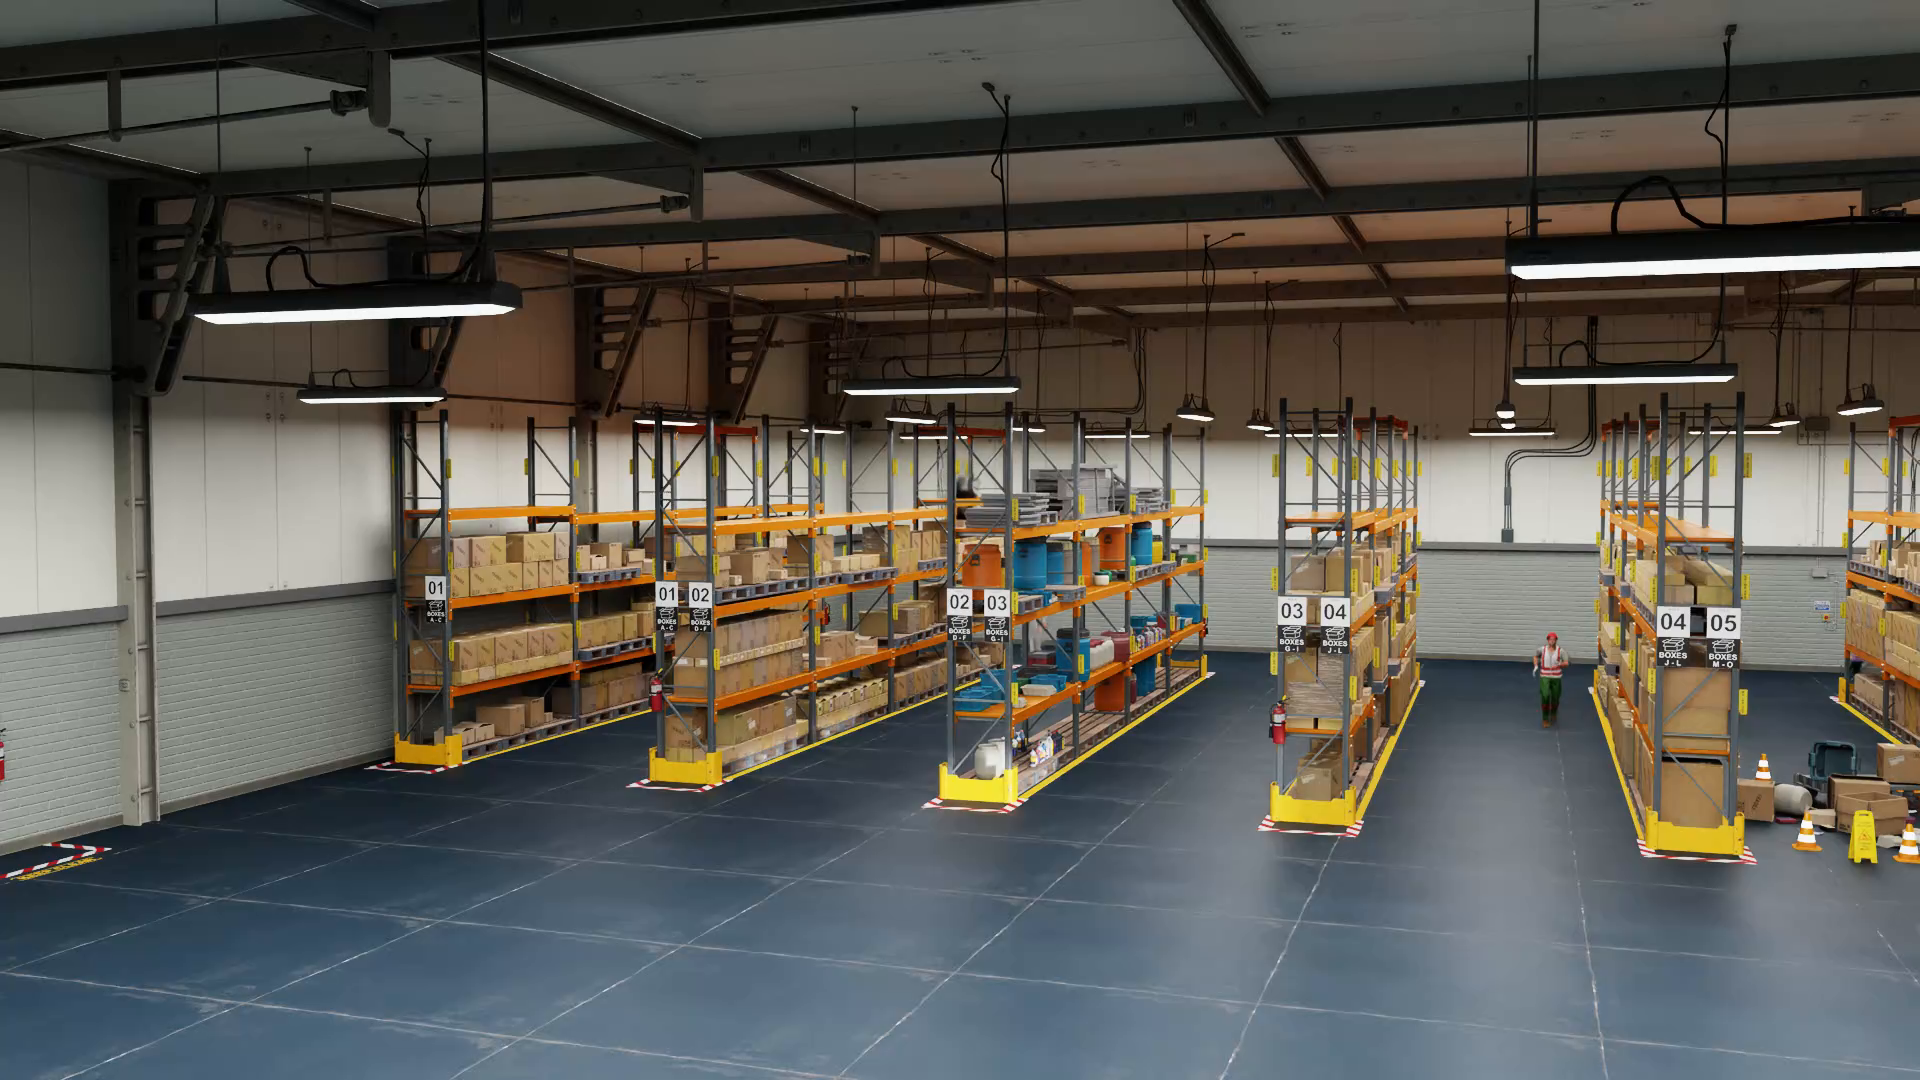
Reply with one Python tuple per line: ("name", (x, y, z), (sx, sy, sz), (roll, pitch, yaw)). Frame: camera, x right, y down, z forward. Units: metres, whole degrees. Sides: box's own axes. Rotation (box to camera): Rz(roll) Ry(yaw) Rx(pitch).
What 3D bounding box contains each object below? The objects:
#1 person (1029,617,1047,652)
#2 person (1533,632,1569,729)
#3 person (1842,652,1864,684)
("person", (1.714, 2.250, 38.240), (0.562, 1.643, 0.624), (1, 3, 14))
("person", (11.496, 2.703, 32.354), (0.655, 1.829, 0.840), (1, 3, 17))
("person", (19.793, 2.645, 36.783), (0.533, 1.556, 0.617), (2, 3, 43))
